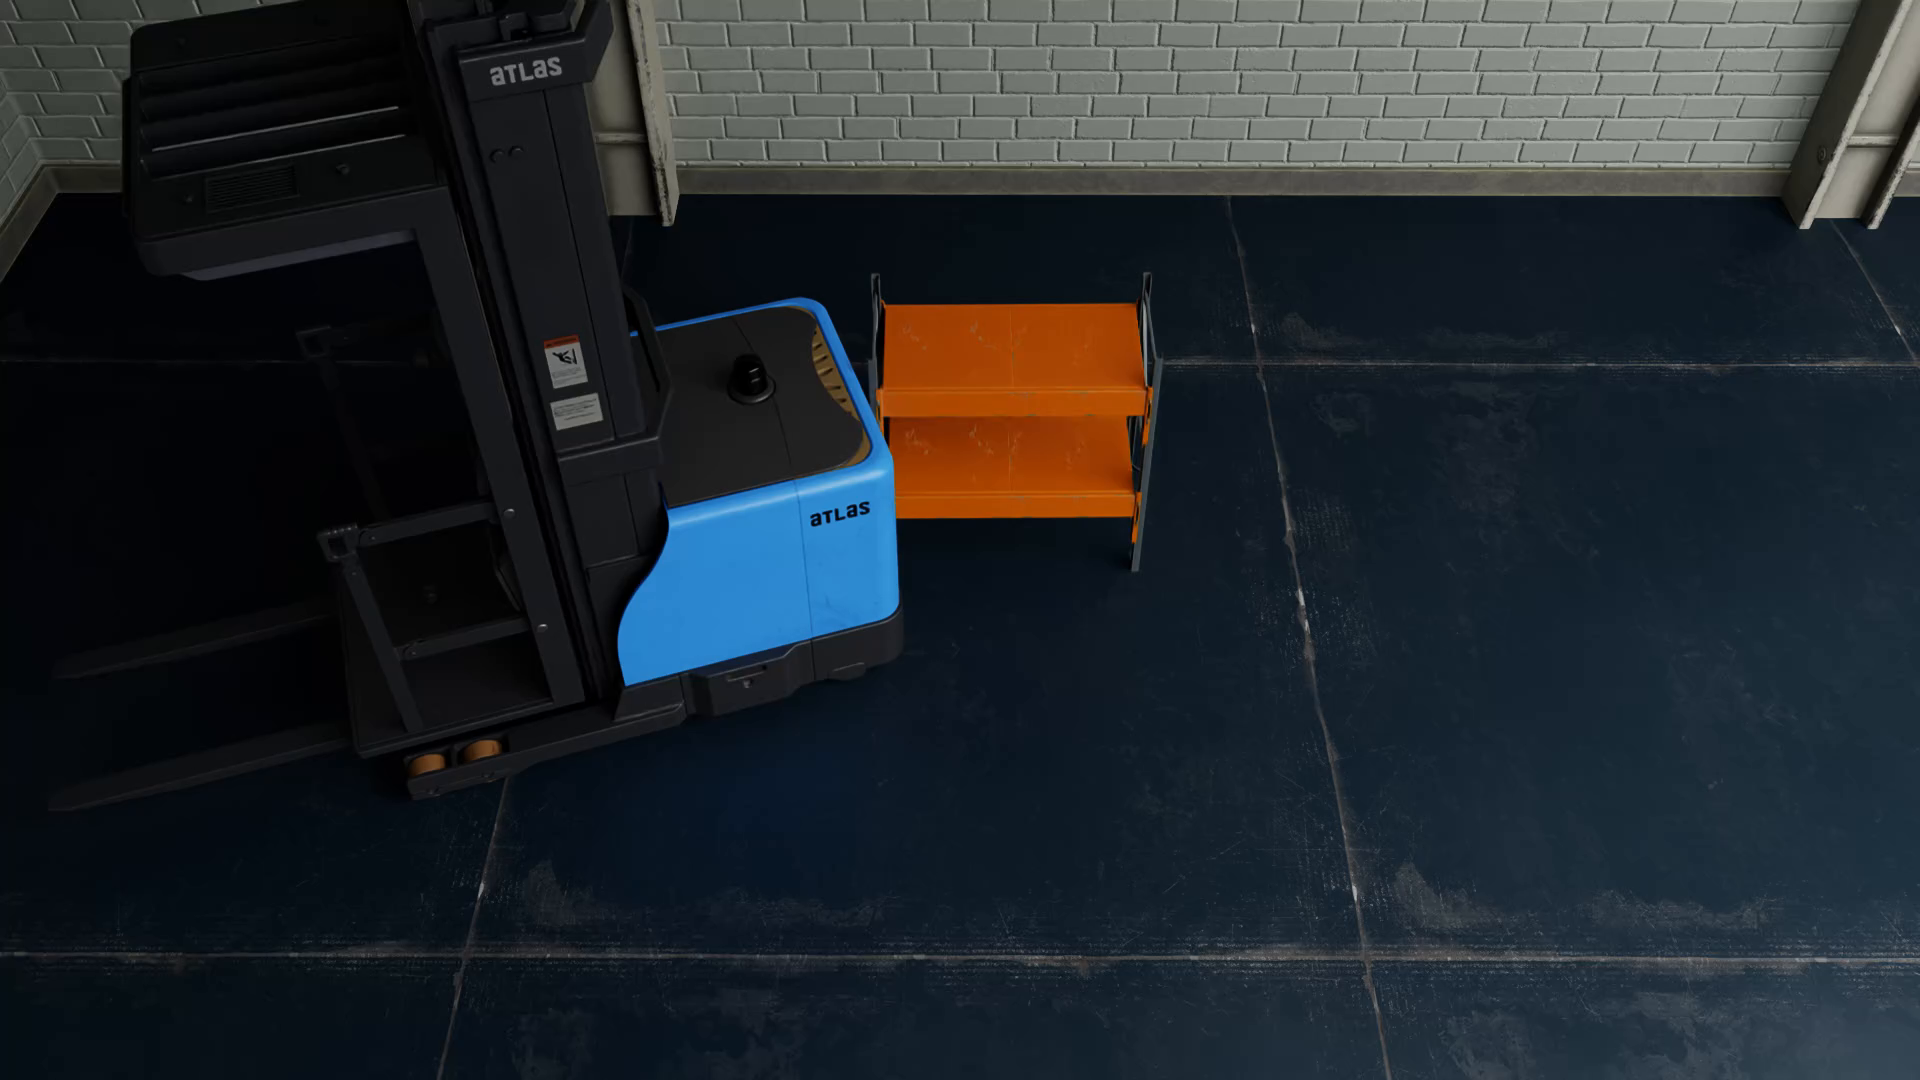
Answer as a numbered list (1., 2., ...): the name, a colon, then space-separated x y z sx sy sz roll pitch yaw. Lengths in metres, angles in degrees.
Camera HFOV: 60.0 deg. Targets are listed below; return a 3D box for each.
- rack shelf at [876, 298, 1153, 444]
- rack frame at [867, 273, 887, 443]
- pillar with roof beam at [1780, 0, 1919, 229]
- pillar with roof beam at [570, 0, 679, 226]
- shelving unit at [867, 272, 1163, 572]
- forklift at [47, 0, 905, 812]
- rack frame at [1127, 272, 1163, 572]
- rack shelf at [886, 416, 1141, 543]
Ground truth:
1. rack shelf: 0.194 -0.635 6.253 1.000 0.278 0.538 0 47 0
2. rack frame: -0.314 -0.432 6.465 0.032 1.125 0.500 0 47 0
3. pillar with roof beam: 4.355 -1.576 2.150 0.400 9.000 9.100 0 47 0
4. pillar with roof beam: -1.645 -1.592 2.165 0.400 9.000 9.100 0 47 0
5. shelving unit: 0.194 -0.436 6.468 1.048 1.125 0.538 0 47 0
6. forklift: -1.786 -0.513 5.305 3.031 2.935 1.130 -14 49 -13
7. rack frame: 0.703 -0.439 6.471 0.032 1.125 0.500 0 47 0
8. rack shelf: 0.194 -0.269 6.647 1.000 0.278 0.538 0 47 0
